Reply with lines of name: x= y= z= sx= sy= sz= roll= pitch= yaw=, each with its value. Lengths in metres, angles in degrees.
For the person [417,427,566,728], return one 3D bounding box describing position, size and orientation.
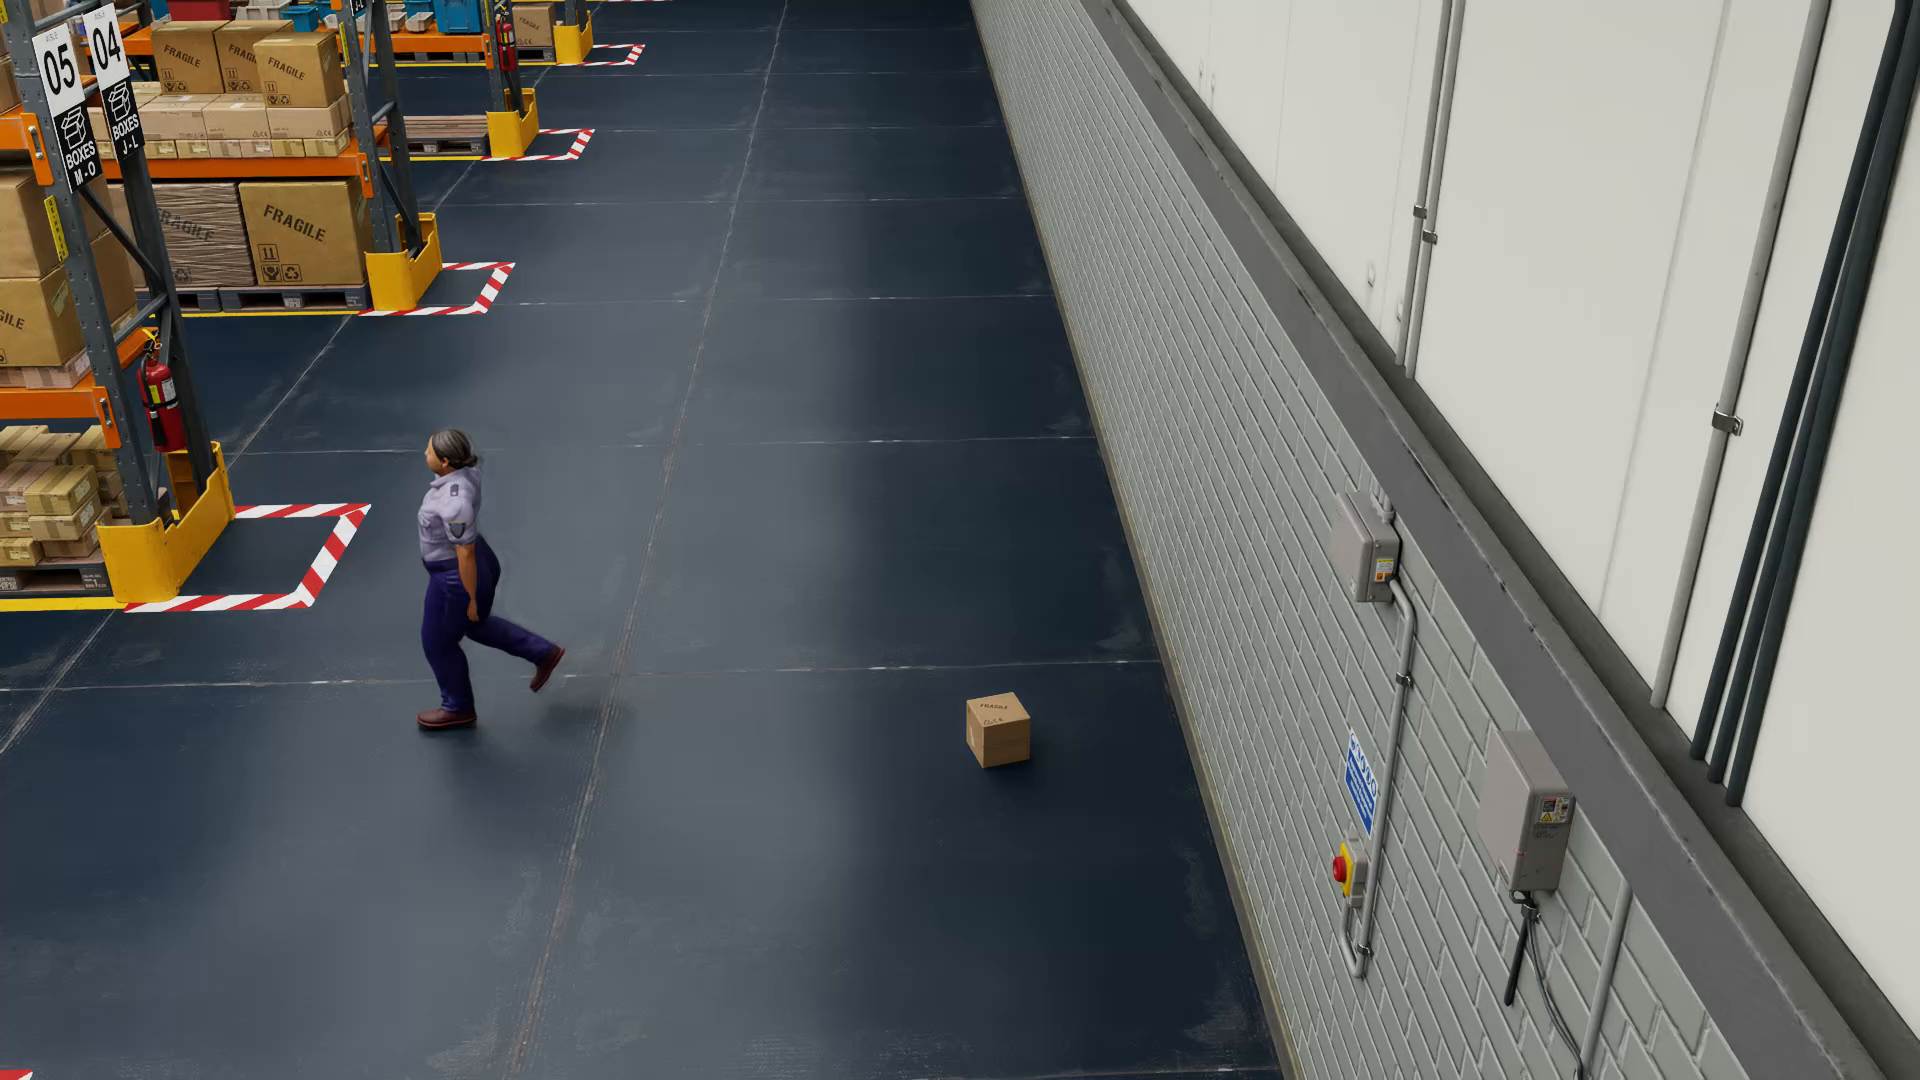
person: x=-2.422 y=0.174 z=8.286 sx=0.752 sy=1.620 sz=0.473 roll=-2 pitch=28 yaw=-3
